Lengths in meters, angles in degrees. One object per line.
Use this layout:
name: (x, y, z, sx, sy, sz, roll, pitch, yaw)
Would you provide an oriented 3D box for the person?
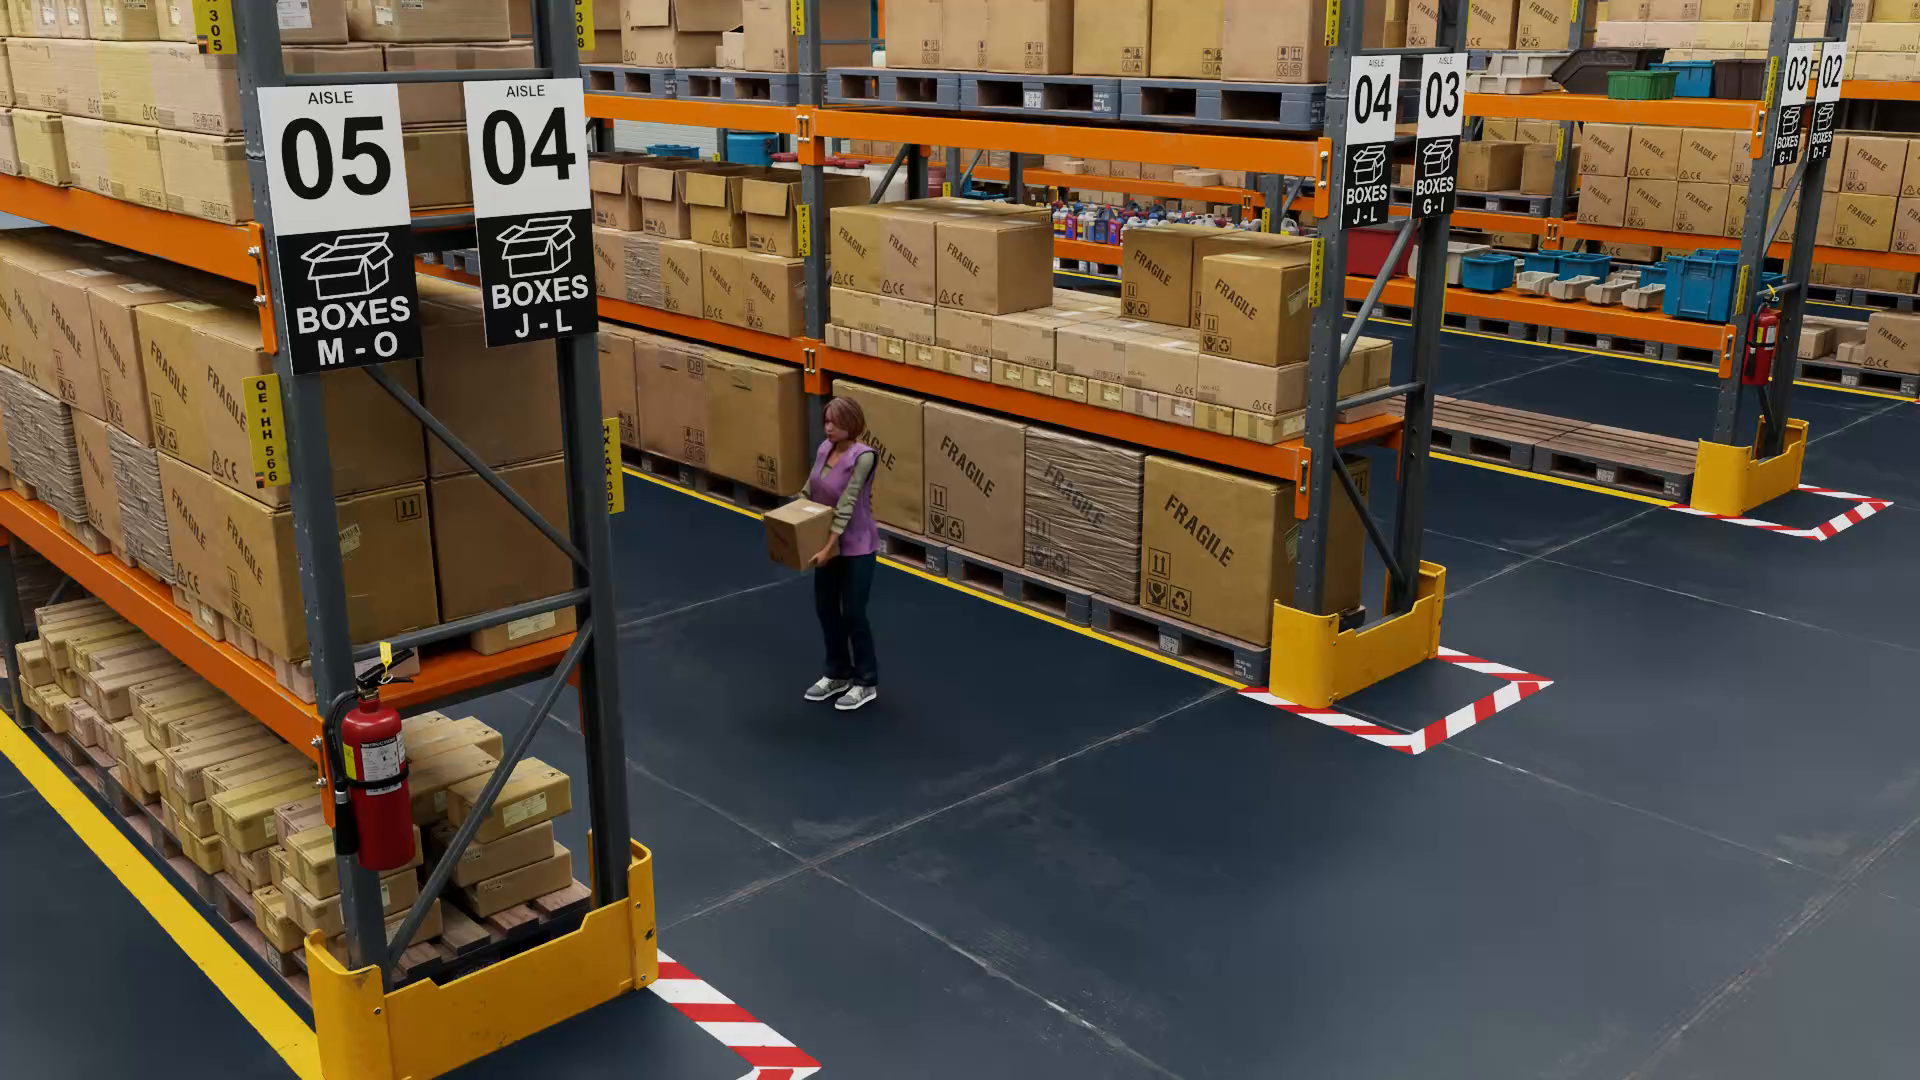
person: (-0.642, 0.075, 8.338, 0.501, 1.600, 0.375, -16, 24, -41)
